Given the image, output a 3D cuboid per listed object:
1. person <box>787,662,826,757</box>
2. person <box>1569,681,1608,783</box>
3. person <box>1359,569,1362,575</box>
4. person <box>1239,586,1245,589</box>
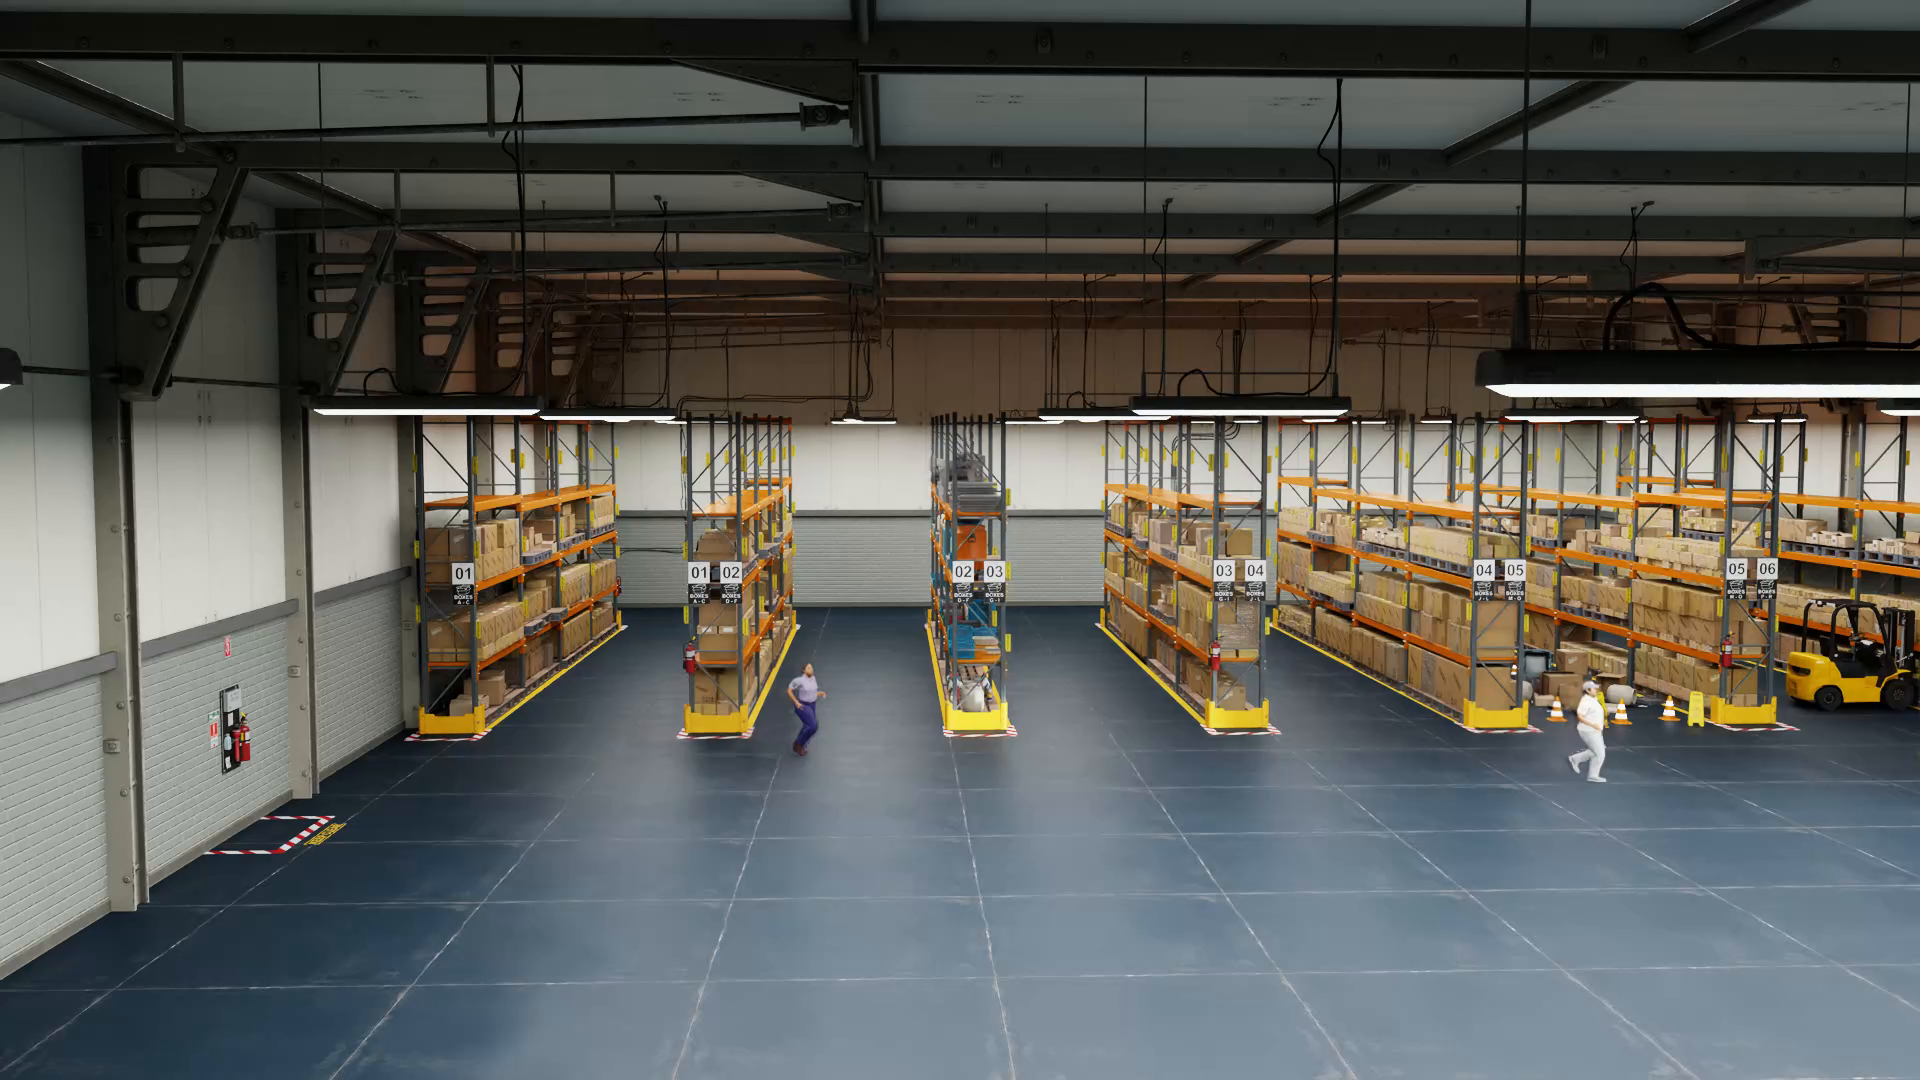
[{"bbox_3d":[-2.640,2.943,28.958,0.631,1.631,0.581,2,4,29],"label":"person"},{"bbox_3d":[10.165,3.084,26.868,0.588,1.618,0.609,3,5,34],"label":"person"},{"bbox_3d":[11.280,1.684,47.085,0.544,1.725,0.737,-1,4,-17],"label":"person"},{"bbox_3d":[7.932,1.747,45.372,0.656,1.813,0.859,0,4,5],"label":"person"}]
